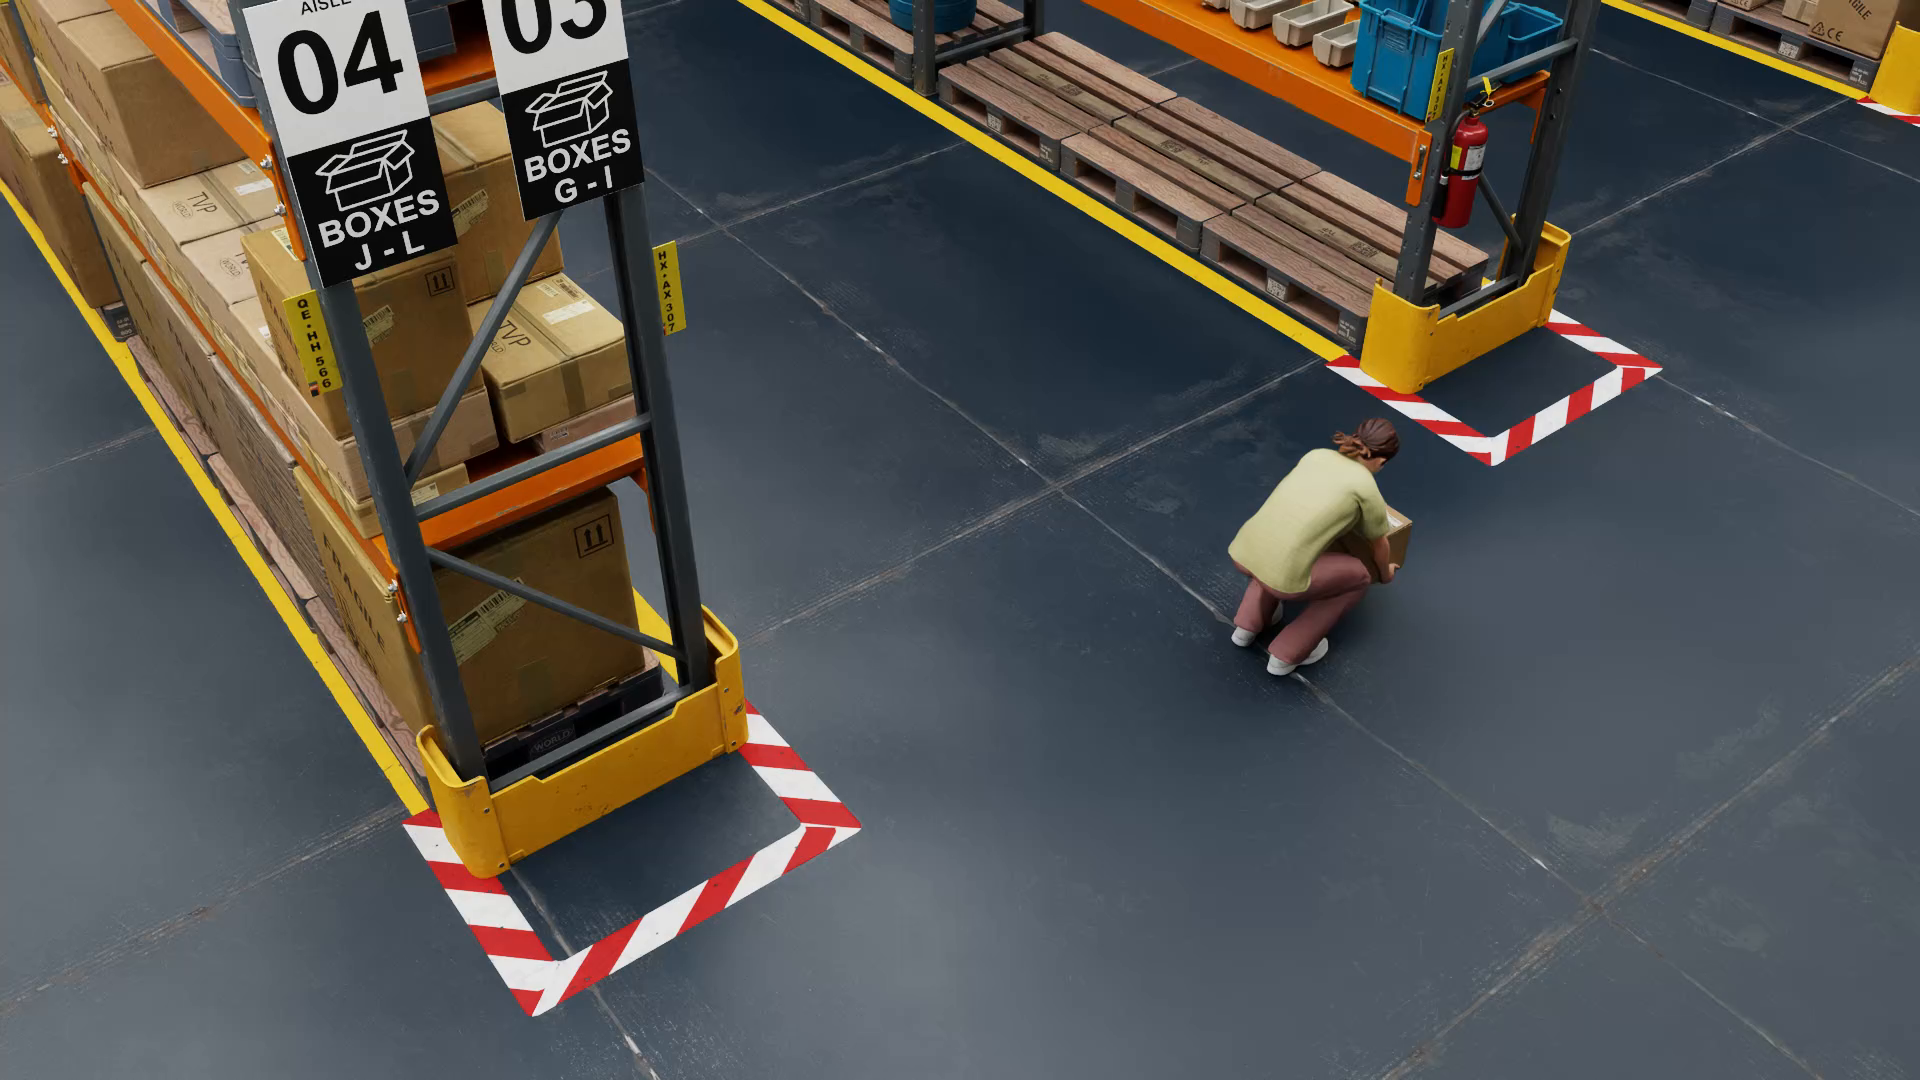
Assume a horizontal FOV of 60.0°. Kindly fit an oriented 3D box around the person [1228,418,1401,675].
[{"bbox_3d":[1.431,0.027,6.704,0.832,0.930,0.466,-28,48,-29],"label":"person"}]
